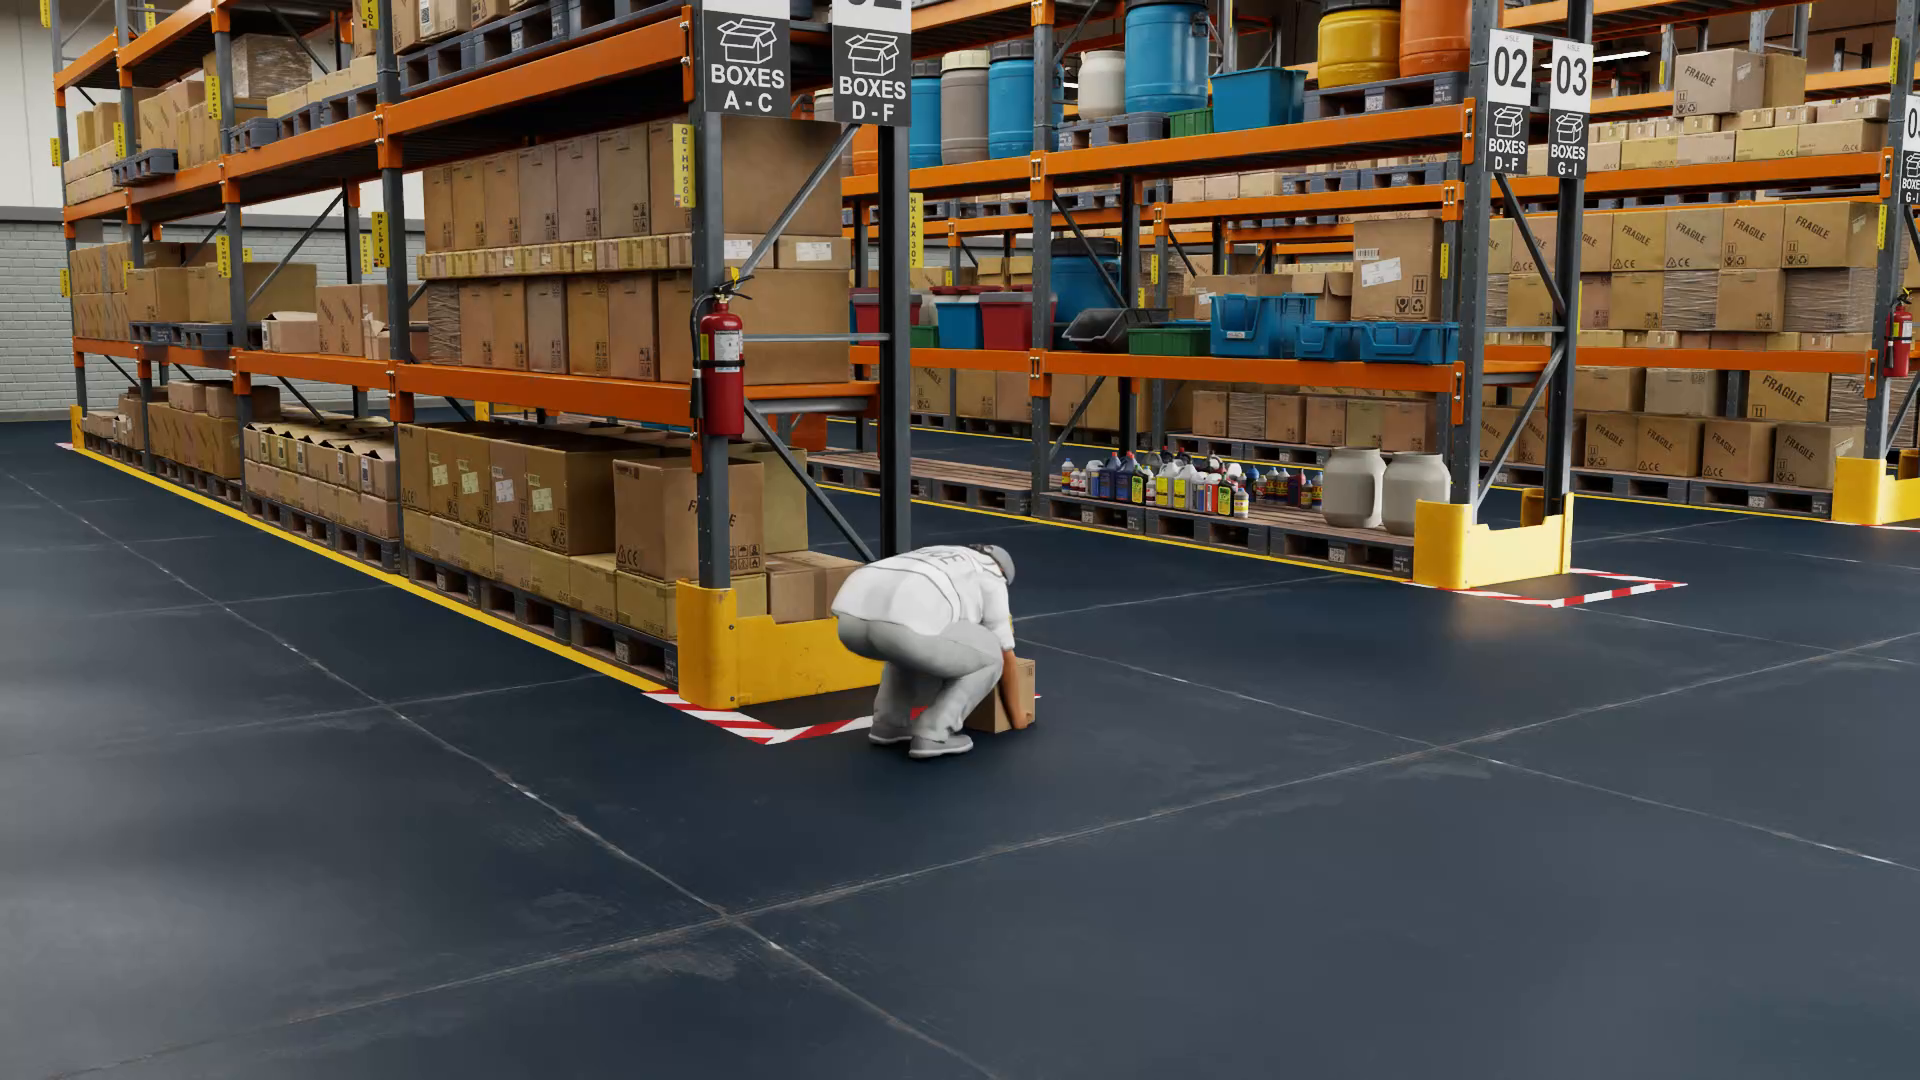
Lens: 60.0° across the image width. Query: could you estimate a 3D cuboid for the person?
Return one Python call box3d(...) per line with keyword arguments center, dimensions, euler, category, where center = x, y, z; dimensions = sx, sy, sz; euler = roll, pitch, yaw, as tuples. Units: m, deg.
box3d(center=(-0.077, 0.407, 6.302), dimensions=(0.496, 0.753, 0.934), euler=(6, 10, 38), category="person")
